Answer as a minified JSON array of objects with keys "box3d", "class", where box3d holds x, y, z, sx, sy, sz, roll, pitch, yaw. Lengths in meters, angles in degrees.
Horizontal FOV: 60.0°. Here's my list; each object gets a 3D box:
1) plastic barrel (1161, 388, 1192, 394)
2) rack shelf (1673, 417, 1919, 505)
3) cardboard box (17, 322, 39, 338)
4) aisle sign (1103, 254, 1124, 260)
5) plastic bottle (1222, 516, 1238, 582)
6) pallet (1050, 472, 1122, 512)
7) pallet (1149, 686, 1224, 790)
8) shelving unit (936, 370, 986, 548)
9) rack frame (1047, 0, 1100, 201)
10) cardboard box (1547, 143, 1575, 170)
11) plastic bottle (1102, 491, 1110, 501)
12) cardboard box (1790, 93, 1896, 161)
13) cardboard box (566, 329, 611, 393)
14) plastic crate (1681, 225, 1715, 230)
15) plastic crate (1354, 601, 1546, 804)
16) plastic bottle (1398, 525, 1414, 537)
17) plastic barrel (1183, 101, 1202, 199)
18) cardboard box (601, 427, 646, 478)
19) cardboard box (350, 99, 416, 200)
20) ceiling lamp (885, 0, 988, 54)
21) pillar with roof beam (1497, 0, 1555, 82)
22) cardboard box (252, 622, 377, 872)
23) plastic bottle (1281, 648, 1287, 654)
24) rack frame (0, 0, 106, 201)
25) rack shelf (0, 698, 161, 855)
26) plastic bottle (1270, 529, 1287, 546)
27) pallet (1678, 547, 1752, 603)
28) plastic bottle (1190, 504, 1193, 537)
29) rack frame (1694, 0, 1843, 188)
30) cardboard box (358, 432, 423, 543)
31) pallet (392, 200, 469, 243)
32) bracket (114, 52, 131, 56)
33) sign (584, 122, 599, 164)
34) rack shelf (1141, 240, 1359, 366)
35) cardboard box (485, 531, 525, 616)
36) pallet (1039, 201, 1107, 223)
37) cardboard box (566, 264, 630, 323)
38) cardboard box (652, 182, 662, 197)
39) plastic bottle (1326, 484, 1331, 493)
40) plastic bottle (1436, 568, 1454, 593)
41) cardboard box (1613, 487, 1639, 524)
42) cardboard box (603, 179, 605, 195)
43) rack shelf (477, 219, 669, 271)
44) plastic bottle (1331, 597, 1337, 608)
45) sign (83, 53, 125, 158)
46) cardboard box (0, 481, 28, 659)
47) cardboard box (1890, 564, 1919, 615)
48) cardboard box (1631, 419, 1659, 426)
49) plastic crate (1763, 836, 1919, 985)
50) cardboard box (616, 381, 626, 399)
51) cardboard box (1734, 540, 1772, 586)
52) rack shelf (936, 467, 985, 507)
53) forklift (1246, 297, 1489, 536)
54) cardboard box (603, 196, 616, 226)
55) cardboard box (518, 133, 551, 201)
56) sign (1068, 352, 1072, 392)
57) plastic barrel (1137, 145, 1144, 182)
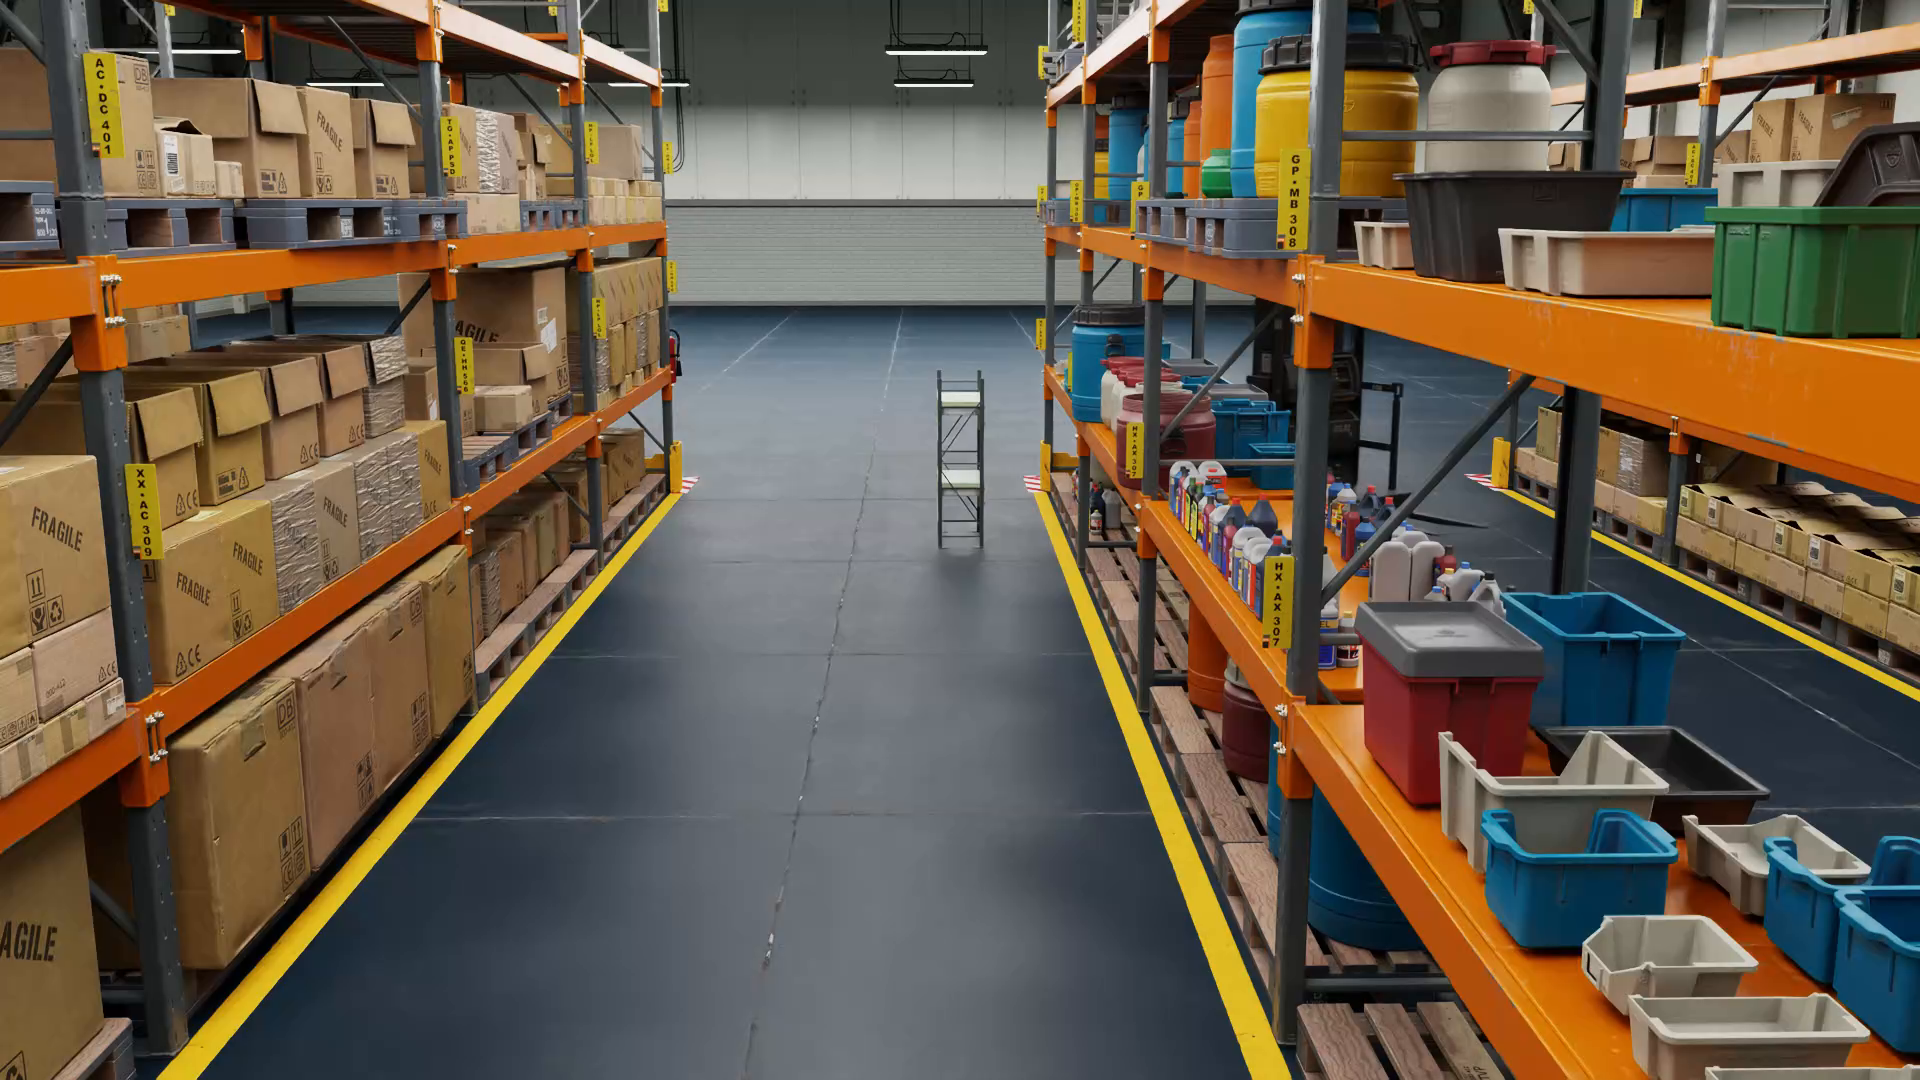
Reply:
[{"box3d":[1.332,-0.703,10.696,0.421,0.512,0.421,0,11,0],"class":"plastic barrel"},{"box3d":[6.478,-0.509,11.832,1.077,0.370,4.000,0,11,-1],"class":"rack shelf"},{"box3d":[-8.530,-2.004,14.298,0.875,0.550,0.550,0,11,-1],"class":"cardboard box"},{"box3d":[1.697,-3.324,17.361,0.394,0.787,0.004,0,11,-1],"class":"aisle sign"},{"box3d":[1.242,0.040,7.613,0.061,0.283,0.133,0,11,-1],"class":"plastic bottle"},{"box3d":[1.461,-0.491,16.950,1.003,0.211,1.213,0,11,-1],"class":"pallet"},{"box3d":[1.625,1.079,9.209,1.003,0.211,1.213,0,11,-1],"class":"pallet"},{"box3d":[0.000,-0.736,14.917,0.431,1.500,0.755,0,11,-1],"class":"shelving unit"},{"box3d":[1.401,-4.974,16.946,1.000,3.000,0.127,0,11,-1],"class":"rack frame"},{"box3d":[6.361,-3.735,16.712,0.797,0.503,0.637,1,11,3],"class":"cardboard box"},{"box3d":[1.326,-0.291,14.691,0.152,0.276,0.135,0,11,-1],"class":"plastic bottle"},{"box3d":[6.445,-2.993,12.158,0.500,0.500,0.500,1,12,4],"class":"cardboard box"},{"box3d":[-3.415,-1.503,13.926,0.875,0.500,0.500,0,11,-1],"class":"cardboard box"},{"box3d":[2.056,-0.739,4.274,0.293,0.136,0.466,0,11,-1],"class":"plastic crate"},{"box3d":[1.417,0.469,4.892,0.402,0.464,0.583,0,11,-1],"class":"plastic crate"},{"box3d":[2.022,0.067,7.507,0.097,0.271,0.097,0,11,0],"class":"plastic bottle"},{"box3d":[1.753,-2.419,10.813,0.600,0.830,0.708,0,11,-1],"class":"plastic barrel"},{"box3d":[-3.554,-0.871,17.037,0.500,0.500,0.500,2,12,9],"class":"cardboard box"},{"box3d":[-3.301,-2.029,8.657,0.797,0.503,0.637,0,11,2],"class":"cardboard box"},{"box3d":[-0.464,-11.074,32.331,2.000,3.185,0.800,0,11,-1],"class":"ceiling lamp"},{"box3d":[7.510,-8.440,34.028,9.100,9.000,0.548,0,11,-1],"class":"pillar with roof beam"},{"box3d":[-3.355,0.902,7.356,1.225,0.875,0.875,-1,11,-3],"class":"cardboard box"},{"box3d":[1.268,0.285,6.402,0.061,0.283,0.133,0,11,-1],"class":"plastic bottle"},{"box3d":[-3.303,-2.569,5.088,1.000,3.000,0.127,0,11,-1],"class":"rack frame"},{"box3d":[-3.261,1.121,3.796,1.077,0.370,4.000,0,11,-1],"class":"rack shelf"},{"box3d":[1.417,0.087,7.409,0.097,0.271,0.097,0,11,0],"class":"plastic bottle"},{"box3d":[6.491,0.254,13.276,1.003,0.211,1.213,0,11,-1],"class":"pallet"},{"box3d":[1.240,-0.118,8.595,0.097,0.201,0.097,0,11,0],"class":"plastic bottle"},{"box3d":[6.436,-4.199,13.123,1.000,3.000,0.127,0,11,-1],"class":"rack frame"},{"box3d":[-3.123,-0.277,8.627,0.500,0.500,0.500,0,11,-2],"class":"cardboard box"},{"box3d":[-3.319,-1.673,8.694,1.213,0.211,1.003,0,11,1],"class":"pallet"},{"box3d":[-19.440,-11.204,38.599,0.235,0.232,0.430,0,11,-1],"class":"bracket"},{"box3d":[-2.913,-3.138,13.149,0.100,0.325,0.005,0,11,-1],"class":"sign"},{"box3d":[1.608,-1.164,7.518,1.077,0.370,4.000,0,11,-1],"class":"rack shelf"},{"box3d":[-3.462,0.230,11.563,0.700,0.500,0.500,1,11,4],"class":"cardboard box"},{"box3d":[1.321,-3.247,16.450,1.003,0.211,1.213,0,11,-1],"class":"pallet"},{"box3d":[-3.245,-2.193,14.810,0.500,0.500,0.500,0,11,-1],"class":"cardboard box"},{"box3d":[-3.233,-3.552,16.854,0.380,0.149,0.250,0,11,-1],"class":"cardboard box"},{"box3d":[1.991,-0.199,8.996,0.097,0.201,0.097,0,11,0],"class":"plastic bottle"},{"box3d":[2.034,0.220,6.929,0.097,0.201,0.097,0,11,0],"class":"plastic bottle"},{"box3d":[6.208,-0.308,14.892,0.500,0.250,0.500,0,11,-1],"class":"cardboard box"},{"box3d":[-3.273,-3.032,14.290,0.380,0.149,0.250,0,11,1],"class":"cardboard box"},{"box3d":[-3.509,-2.734,15.256,1.077,0.370,4.000,0,11,-1],"class":"rack shelf"},{"box3d":[1.435,0.295,6.563,0.097,0.201,0.097,0,11,0],"class":"plastic bottle"},{"box3d":[-2.748,-1.393,5.340,0.100,0.325,0.005,0,11,-1],"class":"sign"},{"box3d":[-3.019,0.121,4.659,0.500,0.500,0.500,0,11,-1],"class":"cardboard box"},{"box3d":[6.262,0.300,10.485,0.500,0.311,0.500,0,11,0],"class":"cardboard box"},{"box3d":[6.707,-0.876,15.807,0.500,0.500,0.500,0,11,-1],"class":"cardboard box"},{"box3d":[2.023,0.827,3.709,0.416,0.233,0.300,0,11,-1],"class":"plastic crate"},{"box3d":[-3.175,-1.339,14.745,0.380,0.149,0.250,0,11,-1],"class":"cardboard box"},{"box3d":[6.220,0.169,12.543,0.500,0.250,0.500,-1,11,-3],"class":"cardboard box"},{"box3d":[0.000,-0.417,14.981,0.431,0.370,0.720,0,11,-1],"class":"rack shelf"},{"box3d":[3.486,-1.543,15.291,1.130,2.935,3.031,-8,14,-33],"class":"forklift"},{"box3d":[-3.237,-2.811,14.204,0.500,0.250,0.500,0,11,-2],"class":"cardboard box"},{"box3d":[-3.557,-2.852,12.710,0.797,0.503,0.637,-1,11,-4],"class":"cardboard box"},{"box3d":[0.934,-1.375,13.595,0.100,0.325,0.005,0,11,-1],"class":"sign"},{"box3d":[1.672,-3.056,13.698,0.421,0.512,0.421,0,11,0],"class":"plastic barrel"}]
